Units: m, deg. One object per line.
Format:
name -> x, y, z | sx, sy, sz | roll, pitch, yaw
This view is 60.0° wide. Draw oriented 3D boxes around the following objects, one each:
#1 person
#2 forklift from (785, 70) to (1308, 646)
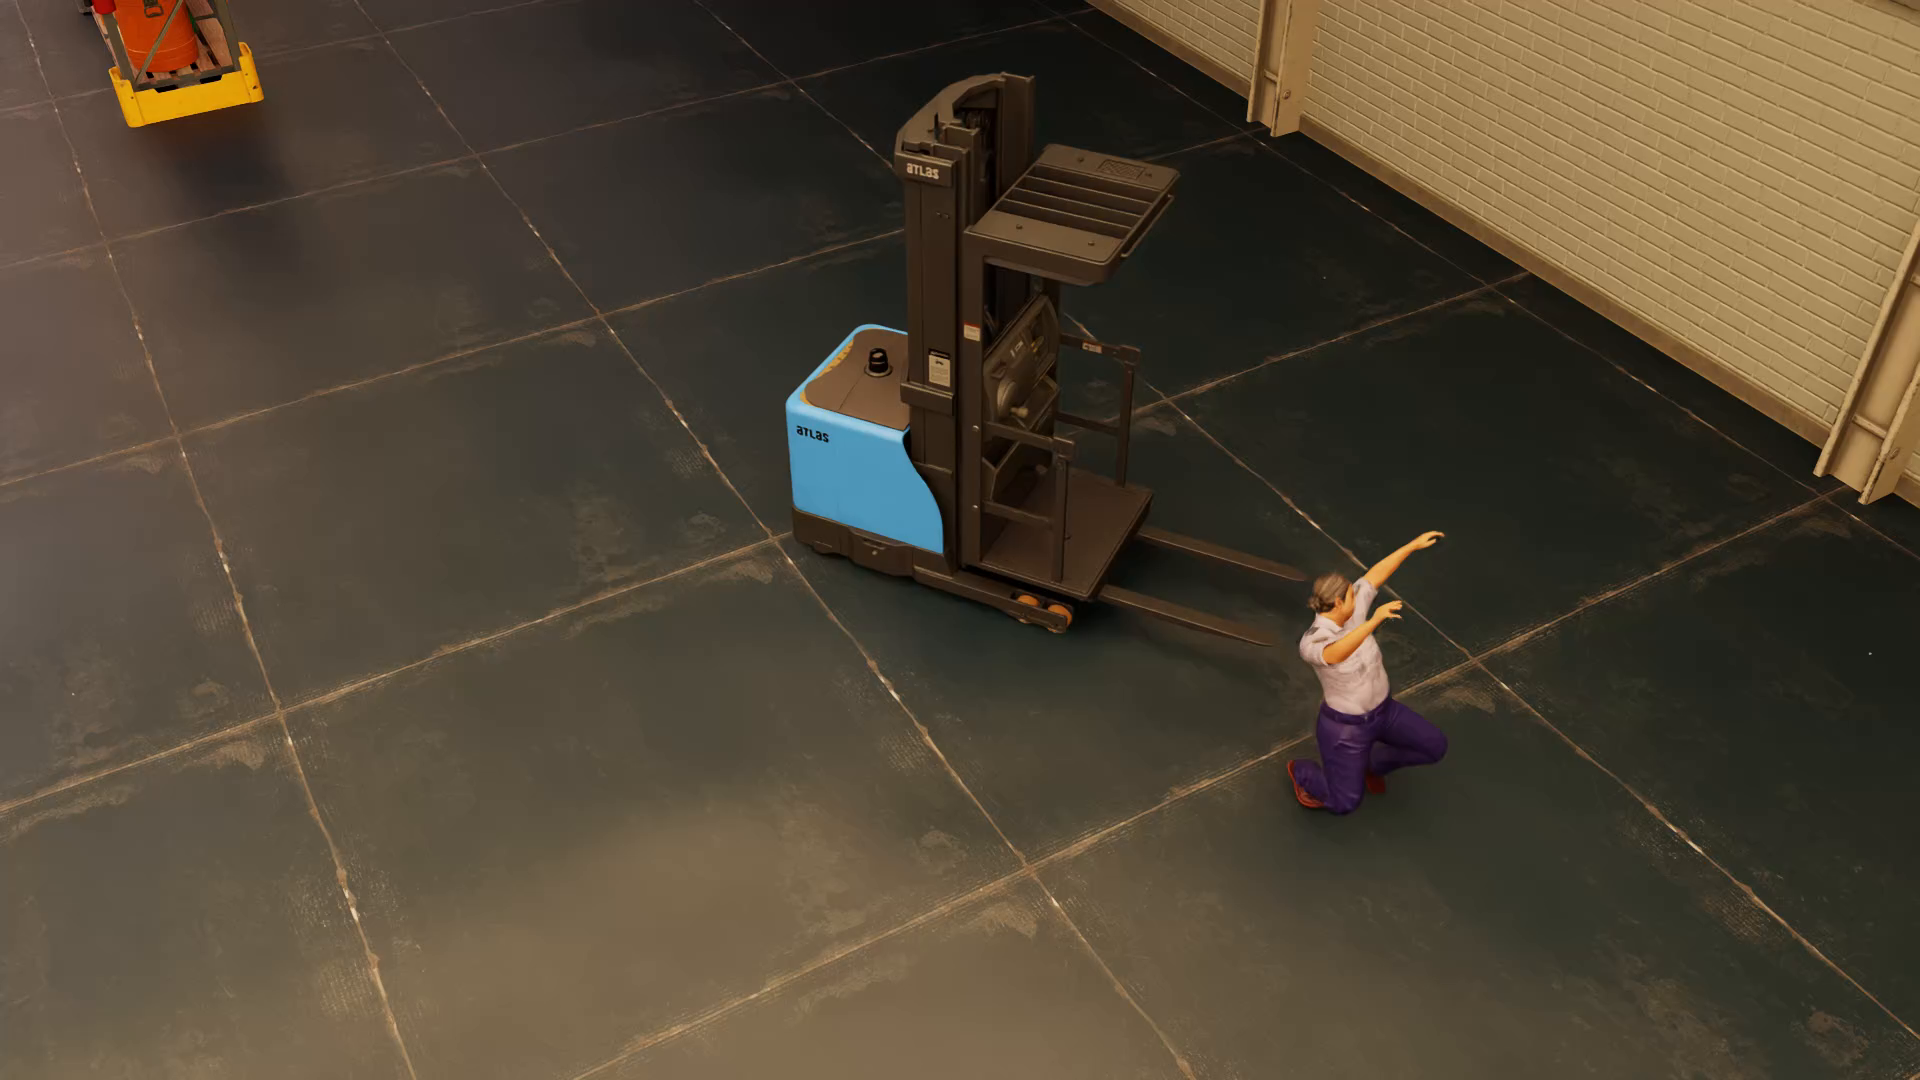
person -> 2.097, 0.710, 8.279 | 0.992, 1.579, 0.764 | -31, 49, -32
forklift -> 0.527, -0.975, 9.212 | 3.031, 2.935, 1.130 | 17, 43, 19
